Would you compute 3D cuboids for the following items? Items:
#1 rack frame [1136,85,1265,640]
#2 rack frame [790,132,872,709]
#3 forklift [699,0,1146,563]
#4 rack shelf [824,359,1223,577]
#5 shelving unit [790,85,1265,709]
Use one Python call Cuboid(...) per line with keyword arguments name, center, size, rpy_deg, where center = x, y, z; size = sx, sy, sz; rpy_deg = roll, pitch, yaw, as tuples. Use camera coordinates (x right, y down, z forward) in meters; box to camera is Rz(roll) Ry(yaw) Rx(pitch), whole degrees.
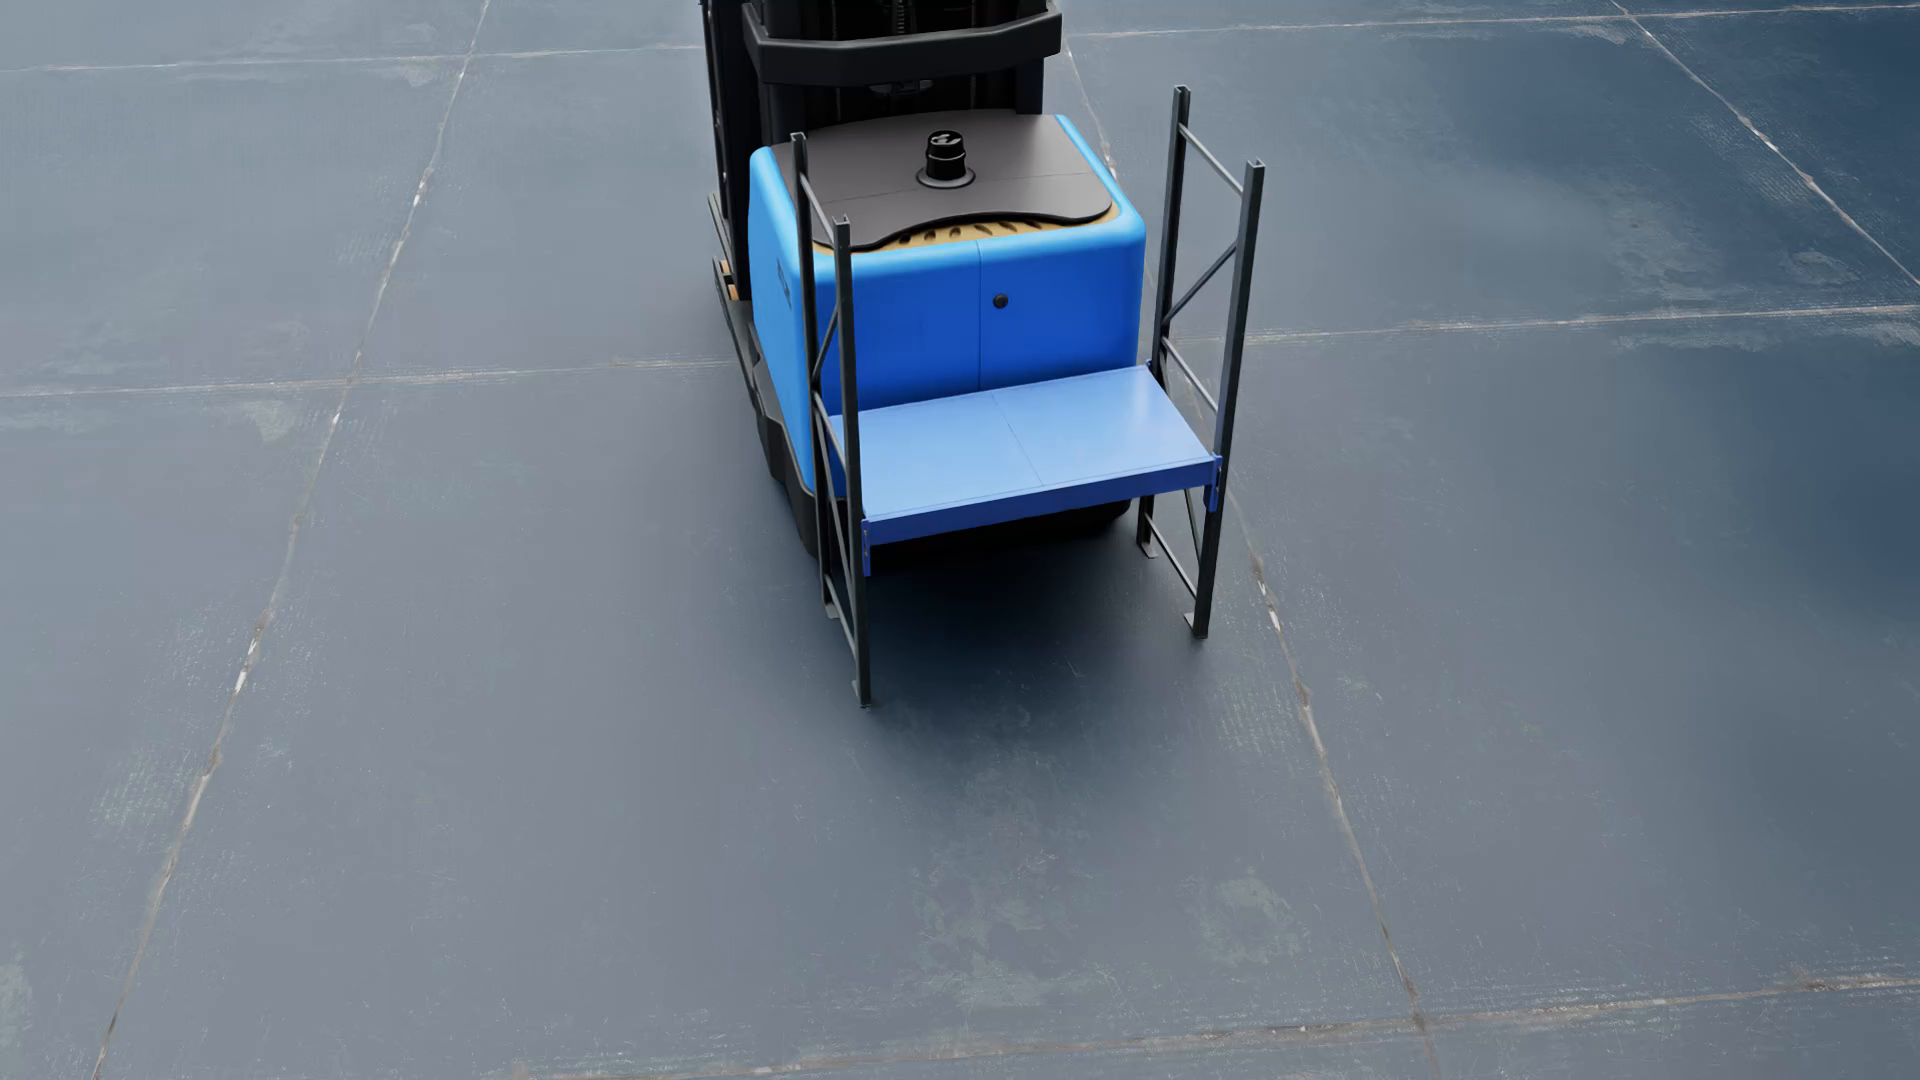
Cuboid(name="rack frame", center=(0.642, -0.447, 4.605), size=(0.032, 1.500, 0.500), rpy_deg=(-10, 39, -13))
Cuboid(name="rack frame", center=(-0.333, -0.268, 4.378), size=(0.032, 1.500, 0.500), rpy_deg=(-10, 39, -13))
Cuboid(name="forklift", center=(-0.322, -1.998, 5.416), size=(1.130, 2.935, 3.031), rpy_deg=(-9, 39, -11))
Cuboid(name="rack shelf", center=(0.154, -0.216, 4.603), size=(1.000, 0.185, 0.538), rpy_deg=(-10, 39, -13))
Cuboid(name="shelving unit", center=(0.154, -0.357, 4.492), size=(1.048, 1.500, 0.538), rpy_deg=(-10, 39, -13))
